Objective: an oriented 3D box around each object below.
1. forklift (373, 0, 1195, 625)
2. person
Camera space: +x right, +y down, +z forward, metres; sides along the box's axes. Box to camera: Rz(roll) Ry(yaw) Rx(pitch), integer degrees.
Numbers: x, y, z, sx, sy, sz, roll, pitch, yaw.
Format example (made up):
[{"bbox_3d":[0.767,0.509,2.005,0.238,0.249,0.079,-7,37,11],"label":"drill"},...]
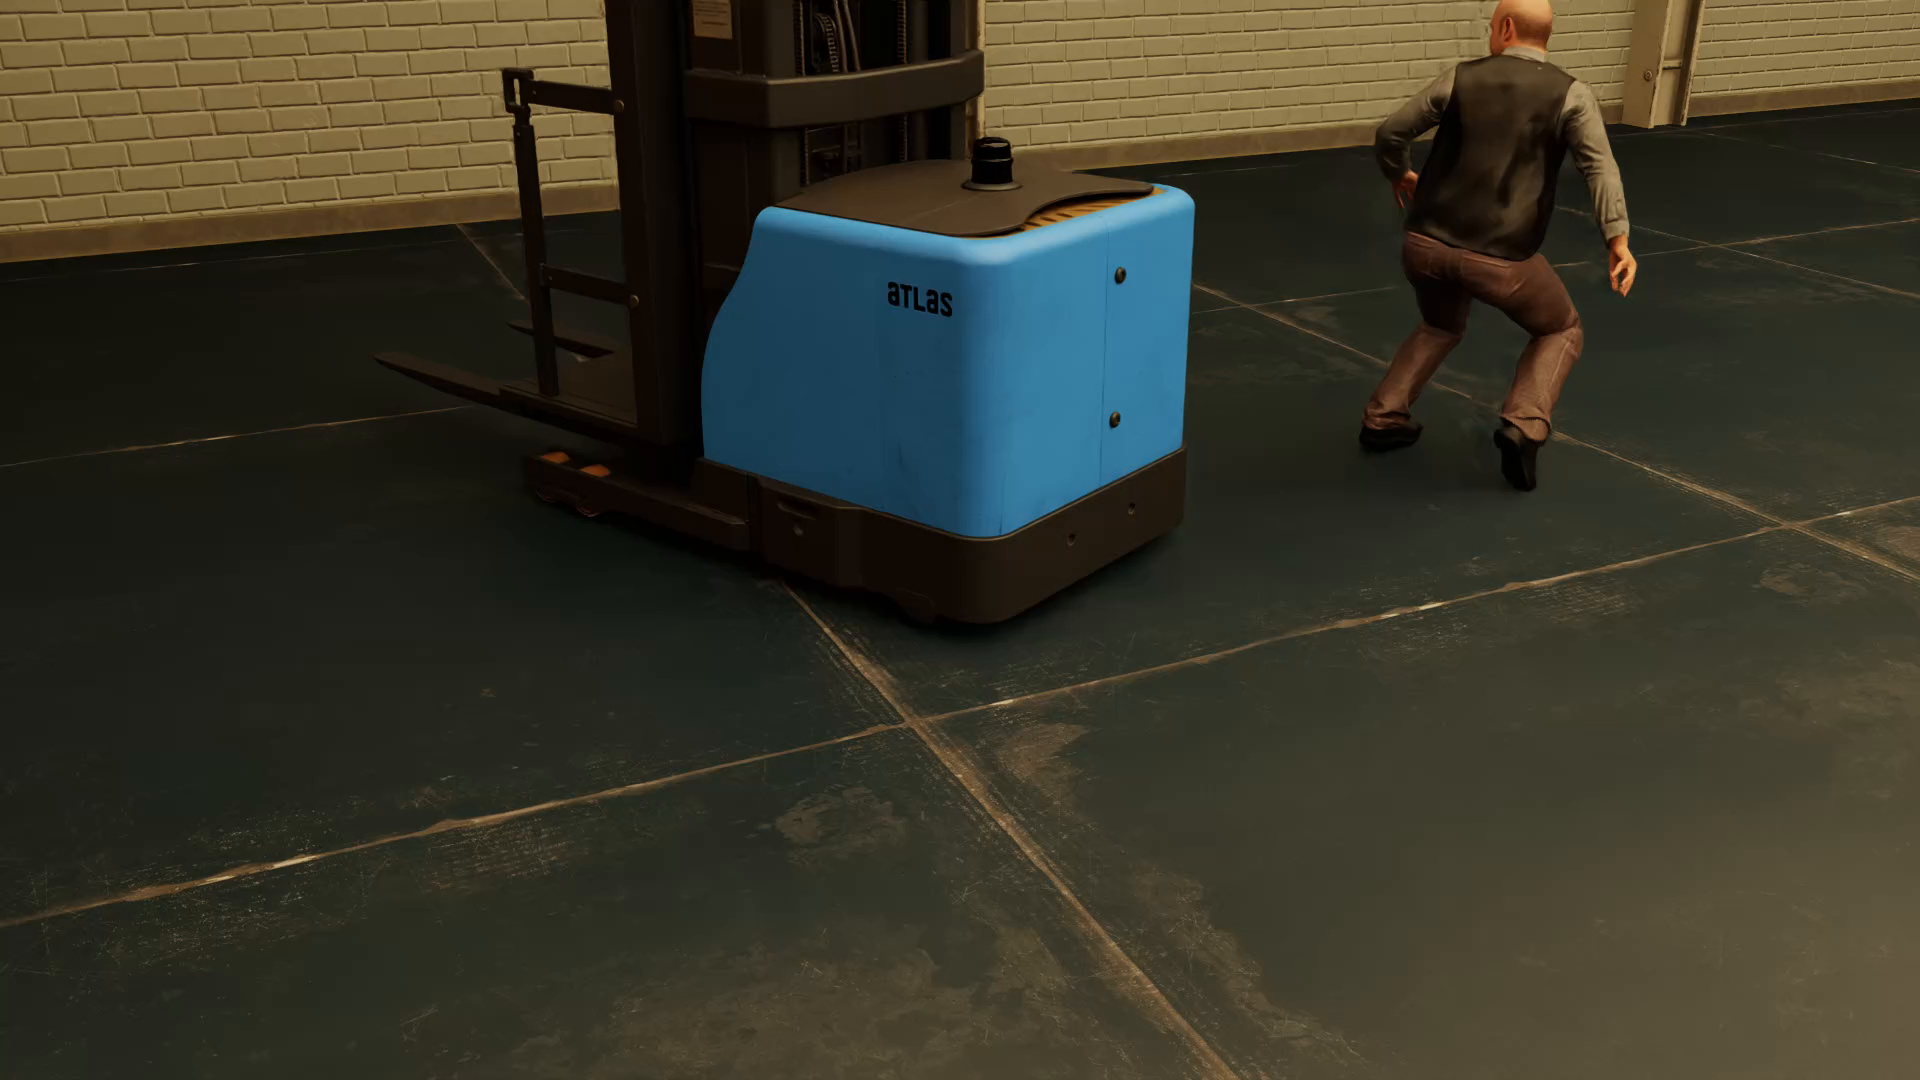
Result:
[{"bbox_3d":[-0.787,-1.567,5.059,3.031,2.935,1.130,17,28,35],"label":"forklift"},{"bbox_3d":[1.783,-0.952,5.472,0.967,1.607,0.502,18,29,37],"label":"person"}]
